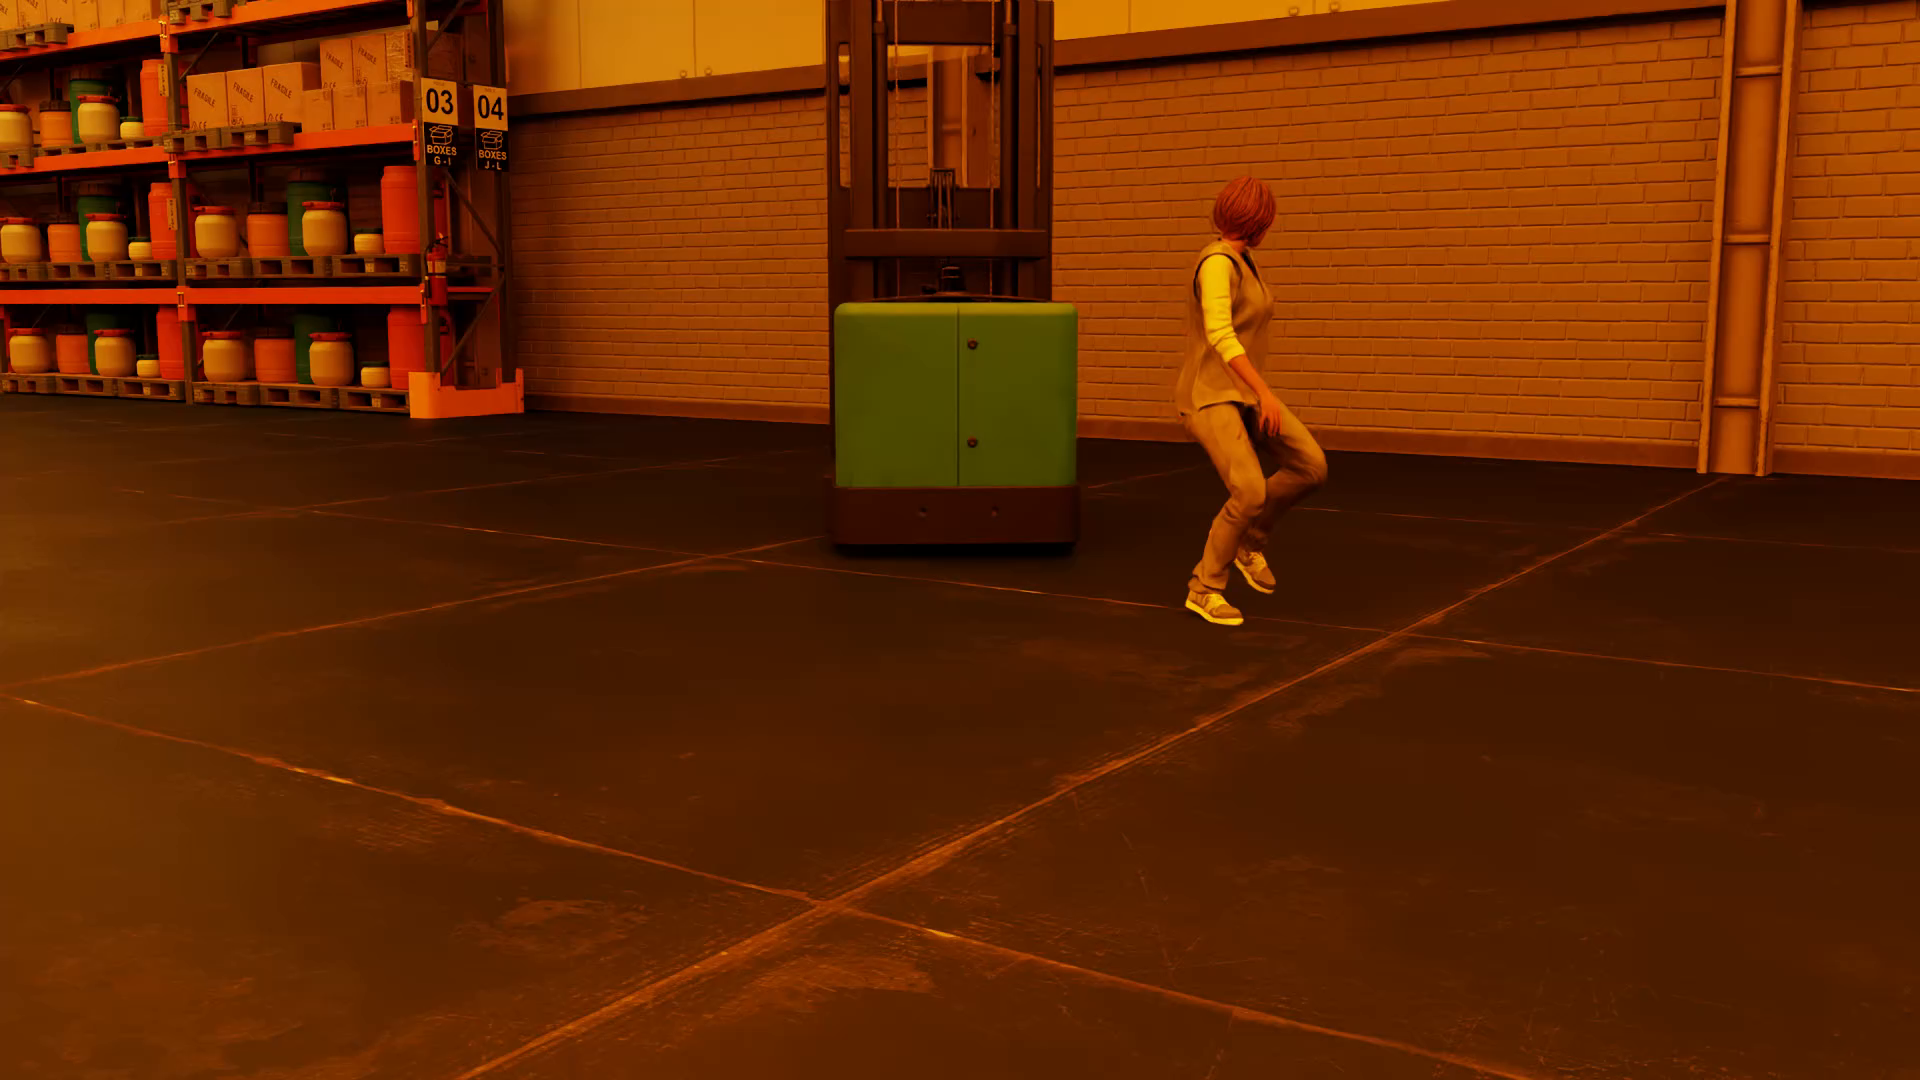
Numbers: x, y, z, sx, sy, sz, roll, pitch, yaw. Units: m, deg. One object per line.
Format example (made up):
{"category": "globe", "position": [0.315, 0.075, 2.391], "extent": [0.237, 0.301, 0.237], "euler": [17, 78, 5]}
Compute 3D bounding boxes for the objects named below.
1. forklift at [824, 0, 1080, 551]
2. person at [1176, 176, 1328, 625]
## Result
{"category": "forklift", "position": [-0.116, -1.576, 8.274], "extent": [1.130, 2.935, 3.031], "euler": [-1, 8, -4]}
{"category": "person", "position": [0.977, -0.477, 5.708], "extent": [0.527, 1.502, 0.695], "euler": [6, 10, 36]}
